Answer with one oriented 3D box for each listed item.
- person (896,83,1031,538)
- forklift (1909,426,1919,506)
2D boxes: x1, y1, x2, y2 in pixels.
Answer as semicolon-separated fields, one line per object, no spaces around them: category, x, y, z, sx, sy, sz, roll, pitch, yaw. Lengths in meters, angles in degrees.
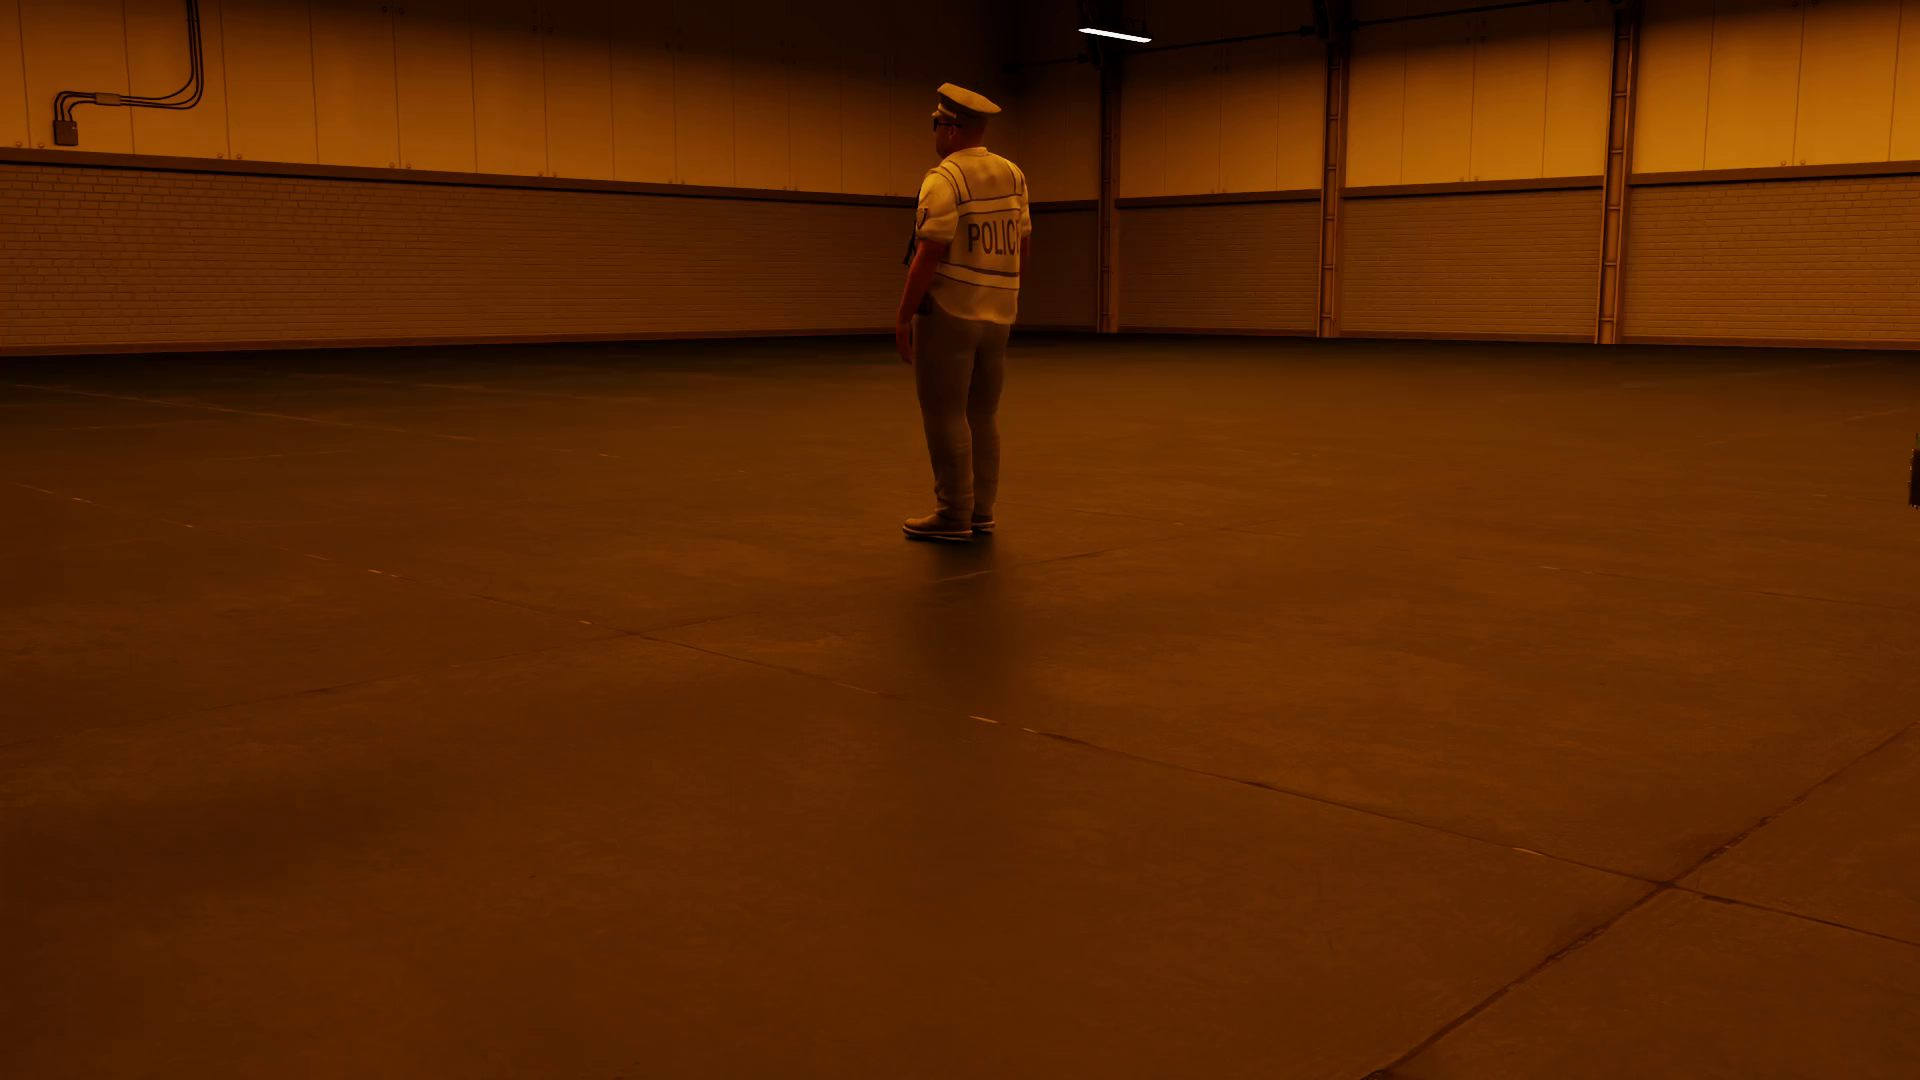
person;-0.047;-0.897;6.645;0.575;1.781;0.640;8;12;43
forklift;5.678;-1.474;6.660;3.031;2.935;1.130;0;9;-1
